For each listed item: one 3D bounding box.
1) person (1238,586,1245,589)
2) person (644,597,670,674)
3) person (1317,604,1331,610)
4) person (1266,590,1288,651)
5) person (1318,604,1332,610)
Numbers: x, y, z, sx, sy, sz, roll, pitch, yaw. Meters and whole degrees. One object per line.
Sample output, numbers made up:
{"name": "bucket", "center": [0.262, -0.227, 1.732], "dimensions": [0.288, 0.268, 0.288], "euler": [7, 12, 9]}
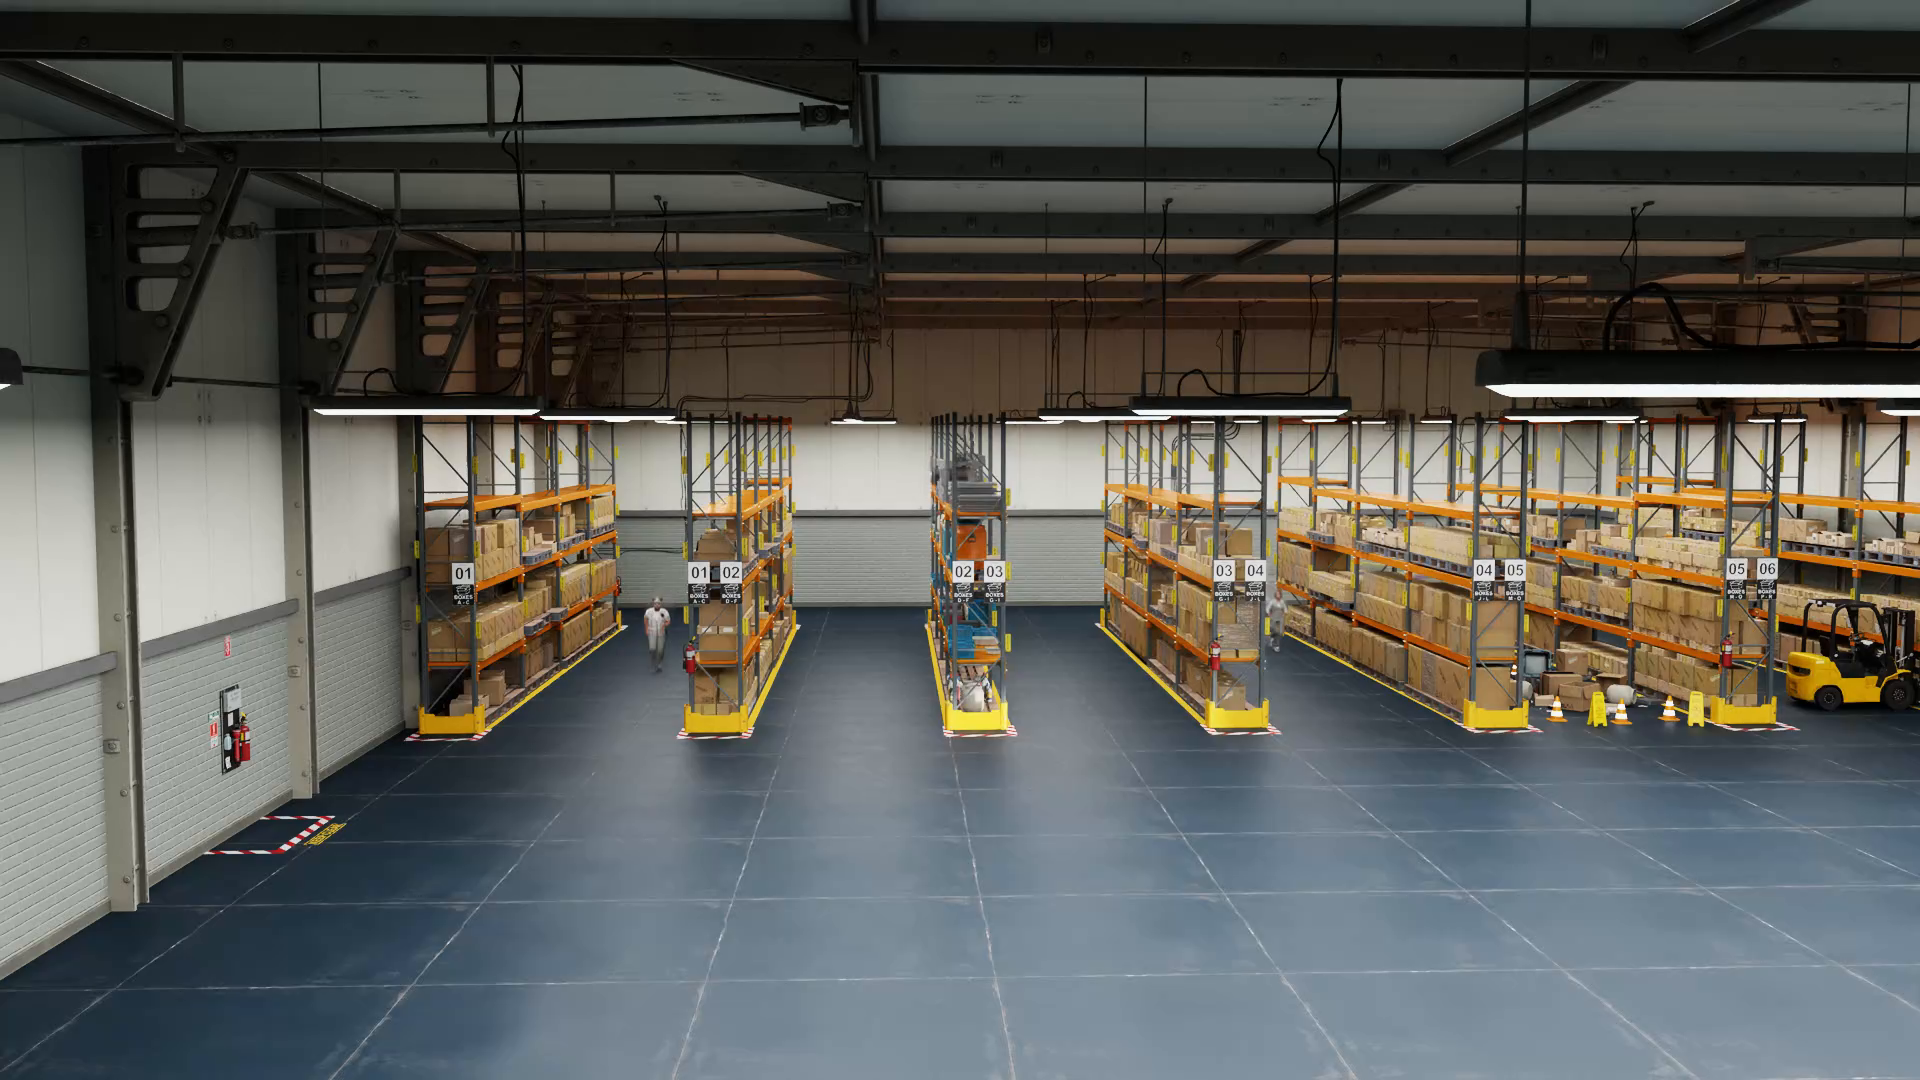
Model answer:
{"name": "person", "center": [7.895, 1.783, 46.257], "dimensions": [0.538, 1.621, 0.634], "euler": [0, 4, -4]}
{"name": "person", "center": [-7.062, 2.225, 38.815], "dimensions": [0.573, 1.826, 0.882], "euler": [-1, 4, -14]}
{"name": "person", "center": [10.615, 1.604, 48.761], "dimensions": [0.503, 1.592, 0.671], "euler": [4, 5, 43]}
{"name": "person", "center": [8.112, 2.076, 42.490], "dimensions": [0.549, 1.535, 0.537], "euler": [0, 4, -3]}
{"name": "person", "center": [10.580, 1.498, 48.954], "dimensions": [0.959, 1.751, 0.723], "euler": [0, 4, 0]}
